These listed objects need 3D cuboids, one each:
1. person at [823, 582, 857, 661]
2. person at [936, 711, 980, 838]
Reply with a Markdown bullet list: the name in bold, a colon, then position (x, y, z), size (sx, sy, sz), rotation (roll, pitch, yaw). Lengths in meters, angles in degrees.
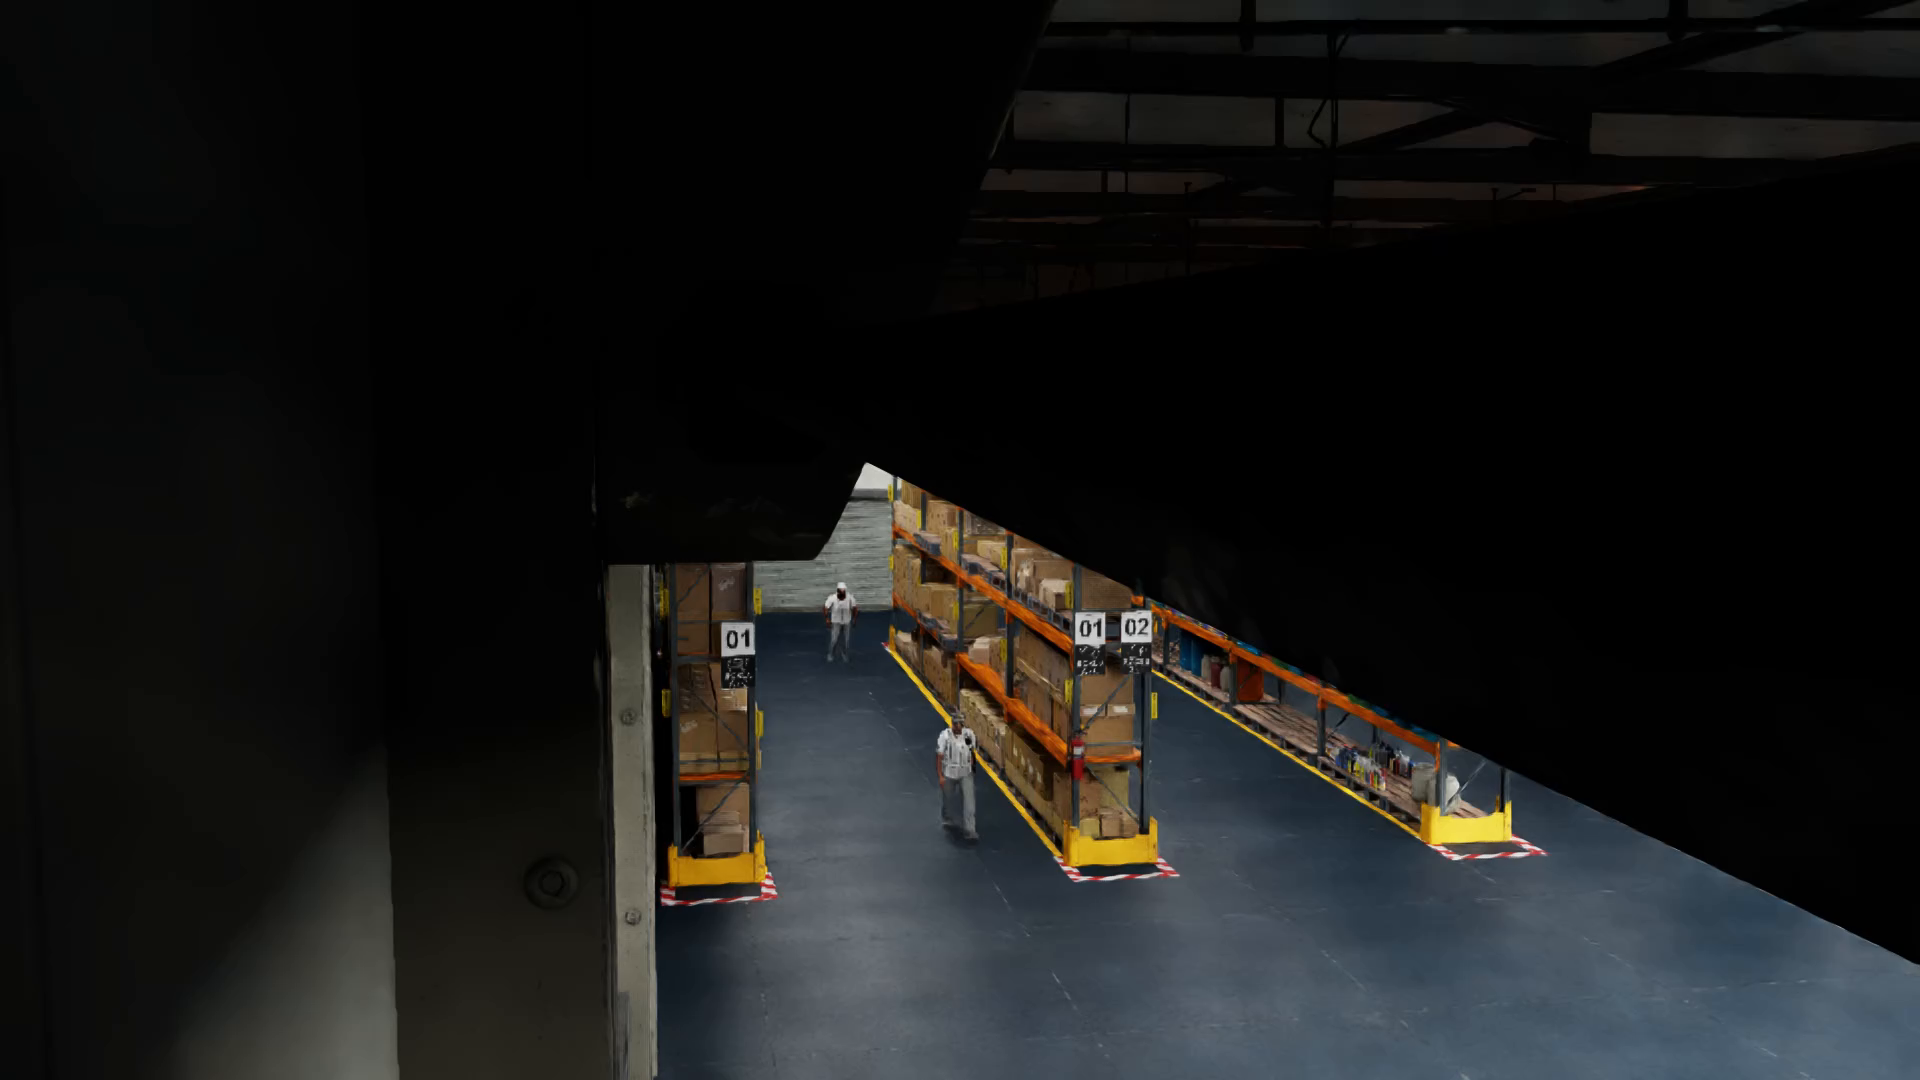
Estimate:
- **person**: position (-2.508, 1.711, 34.949), size (0.719, 1.714, 0.578), rotation (-1, 6, -12)
- **person**: position (-0.048, 3.086, 22.185), size (0.542, 1.675, 1.126), rotation (-1, 6, -8)
